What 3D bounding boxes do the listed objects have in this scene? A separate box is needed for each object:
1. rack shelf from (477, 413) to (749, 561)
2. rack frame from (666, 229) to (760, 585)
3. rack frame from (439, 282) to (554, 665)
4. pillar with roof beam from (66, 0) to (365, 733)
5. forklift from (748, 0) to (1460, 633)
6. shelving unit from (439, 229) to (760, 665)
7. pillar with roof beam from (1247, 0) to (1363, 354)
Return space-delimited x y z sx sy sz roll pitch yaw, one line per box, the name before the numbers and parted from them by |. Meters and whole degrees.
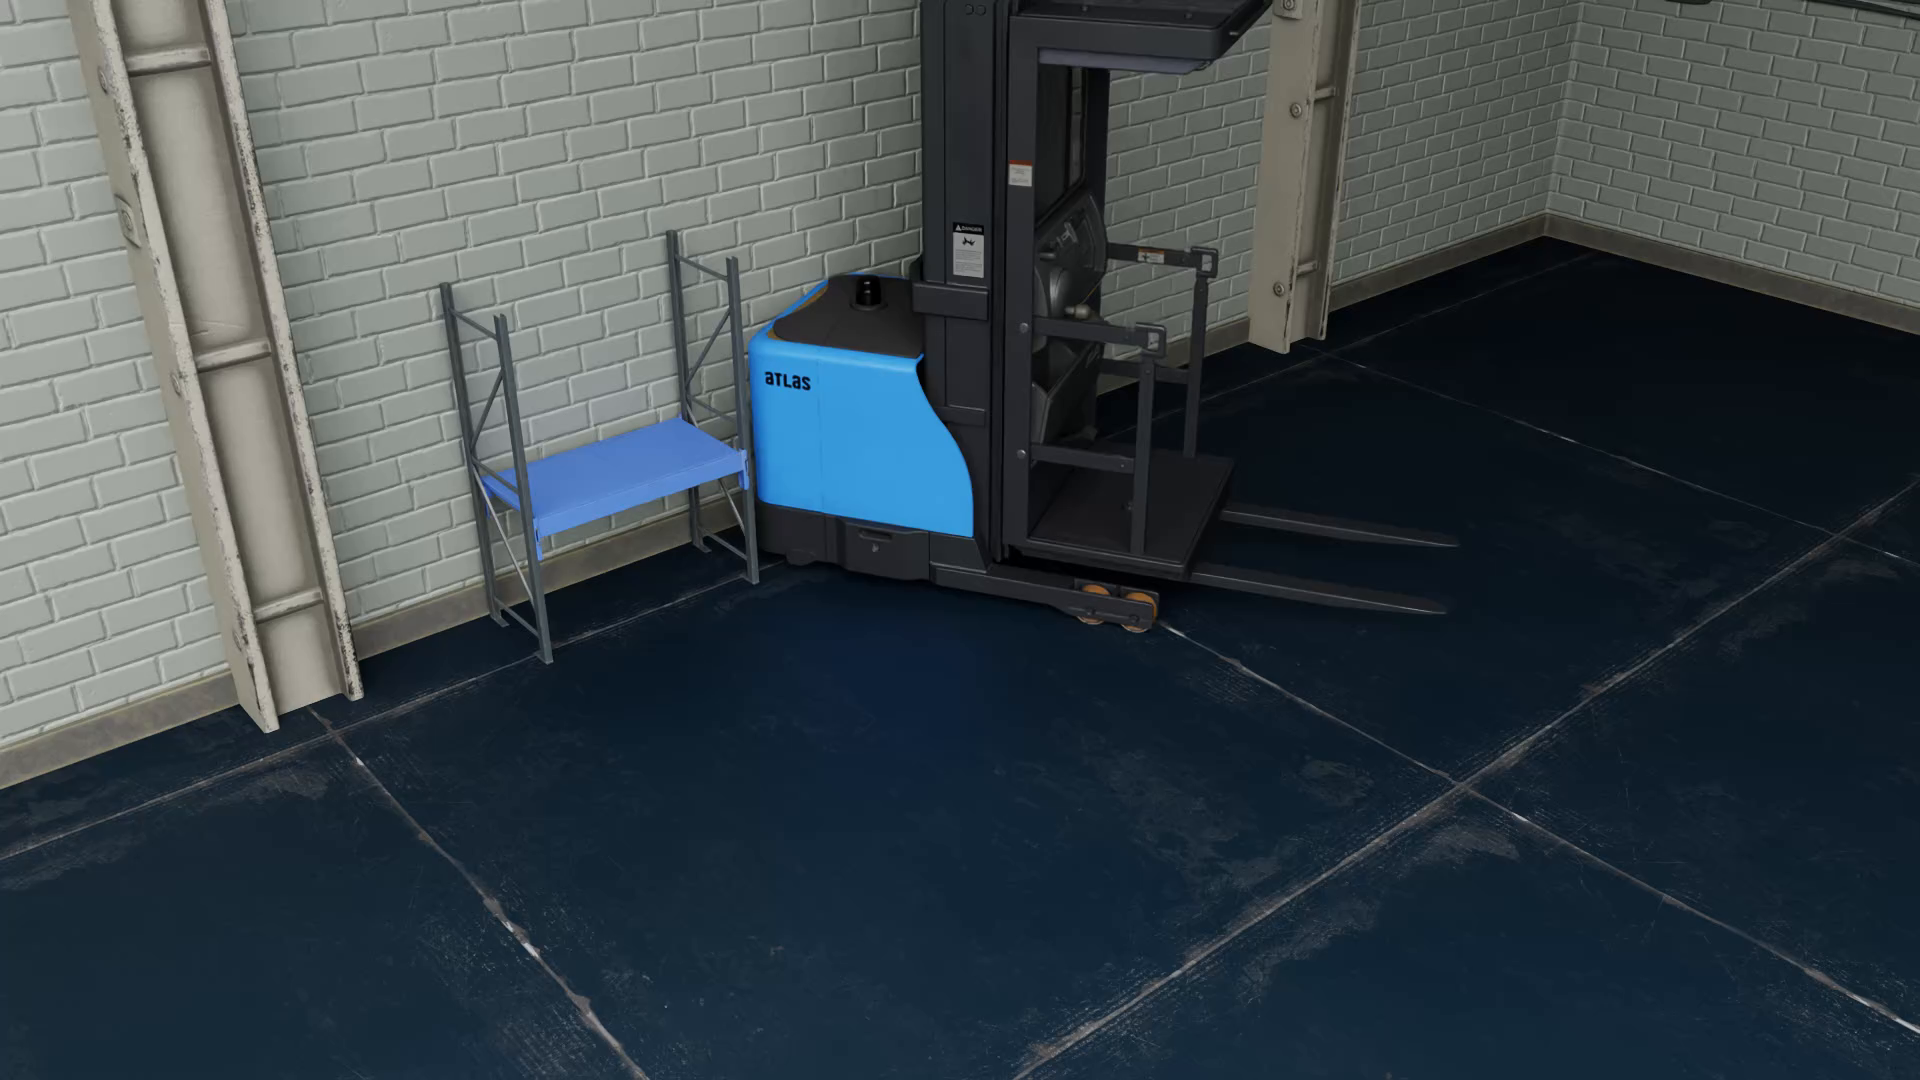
rack shelf | -1.452 -0.242 6.993 1.000 0.185 0.538 -22 35 -35
rack frame | -1.066 -0.556 7.199 0.032 1.500 0.500 -22 35 -35
rack frame | -1.839 -0.245 6.617 0.032 1.500 0.500 -22 35 -35
pillar with roof beam | 0.187 -1.800 1.571 0.400 9.000 9.100 -22 35 -35
forklift | 0.650 -1.184 6.857 3.031 2.935 1.130 9 30 17
shelving unit | -1.452 -0.400 6.908 1.048 1.500 0.538 -22 35 -35
pillar with roof beam | 4.752 -3.636 5.005 0.400 9.000 9.100 -22 35 -35
